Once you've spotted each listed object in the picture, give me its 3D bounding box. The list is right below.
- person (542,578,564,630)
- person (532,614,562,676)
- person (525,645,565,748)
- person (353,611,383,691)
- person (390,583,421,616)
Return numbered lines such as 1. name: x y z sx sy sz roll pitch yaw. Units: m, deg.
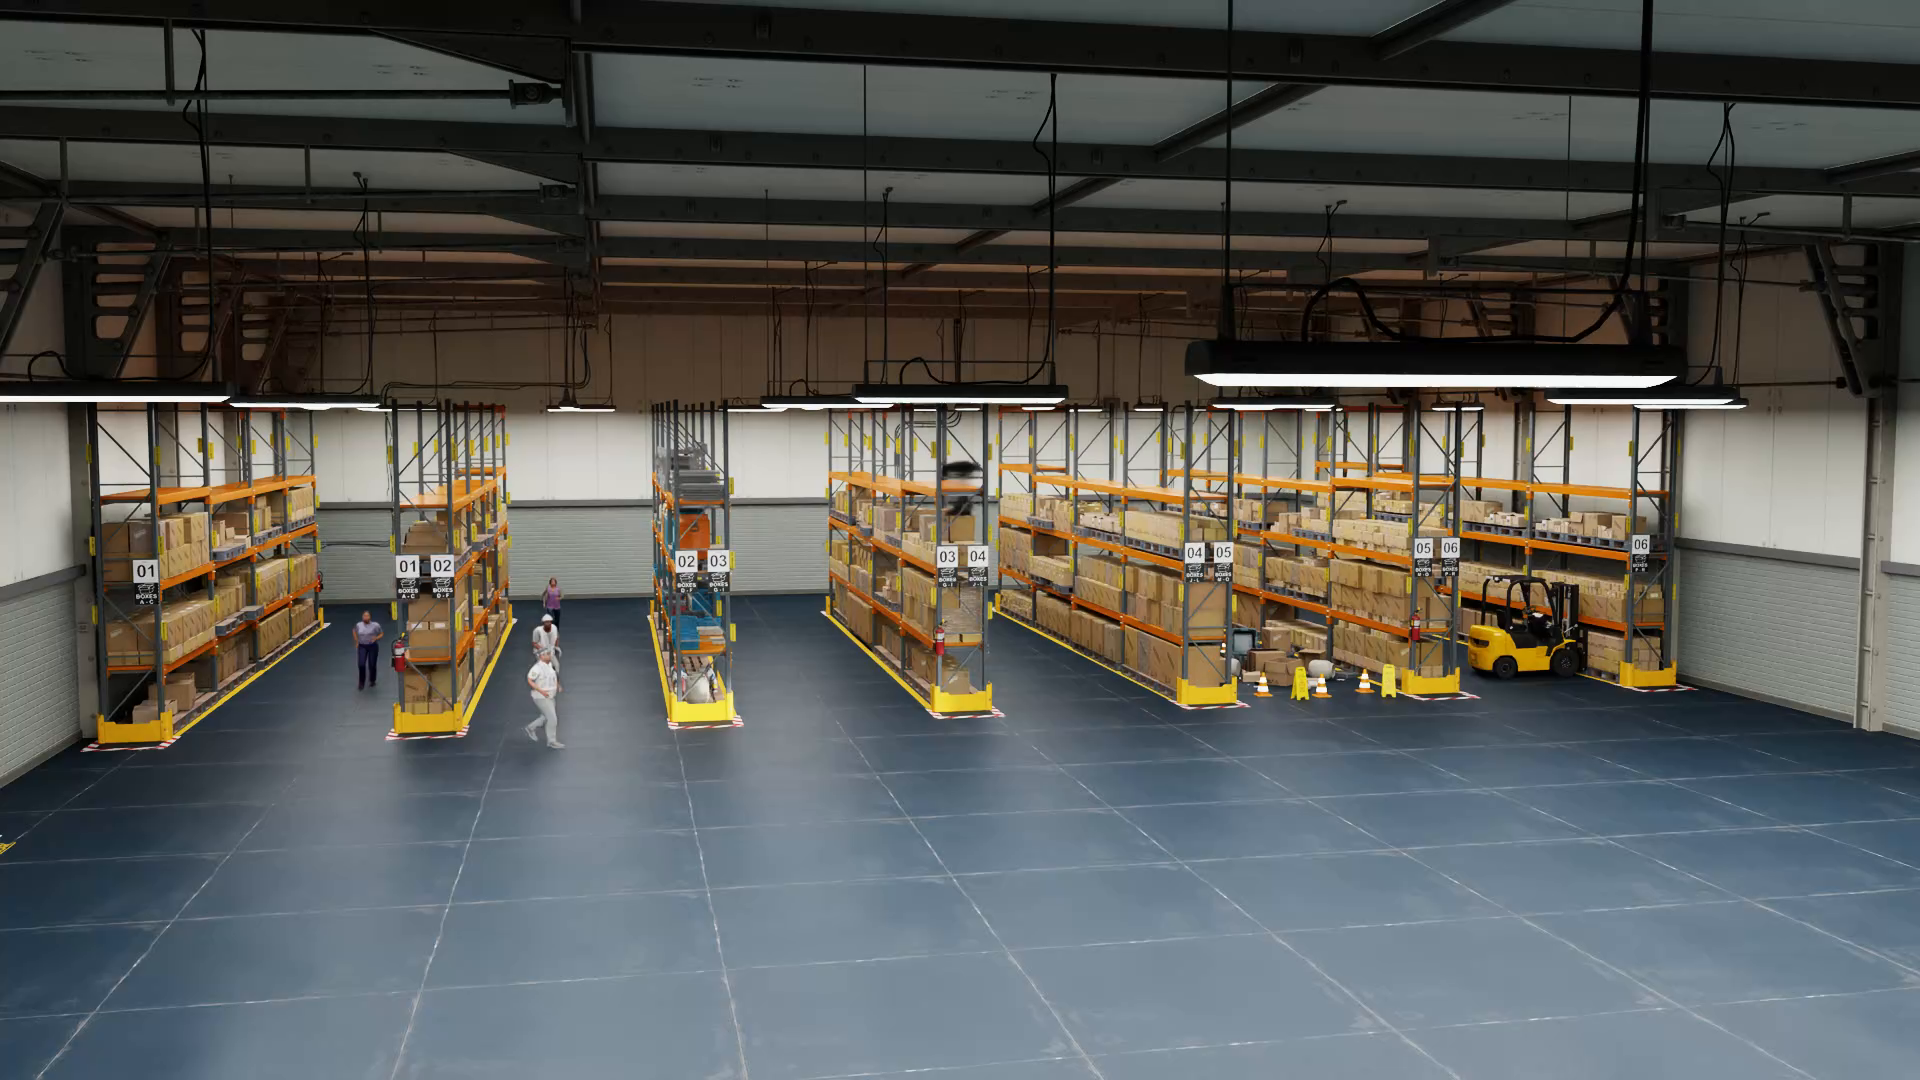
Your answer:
1. person: -10.265 1.740 41.977 0.541 1.593 0.887 -1 5 -19
2. person: -8.434 2.334 33.960 0.704 1.667 0.766 -4 6 -44
3. person: -7.199 2.692 28.633 0.780 1.778 0.678 1 4 11
4. person: -12.318 2.310 34.617 0.612 1.677 0.694 -1 4 -14
5. person: -15.463 1.413 46.663 1.167 1.541 0.646 1 4 15
